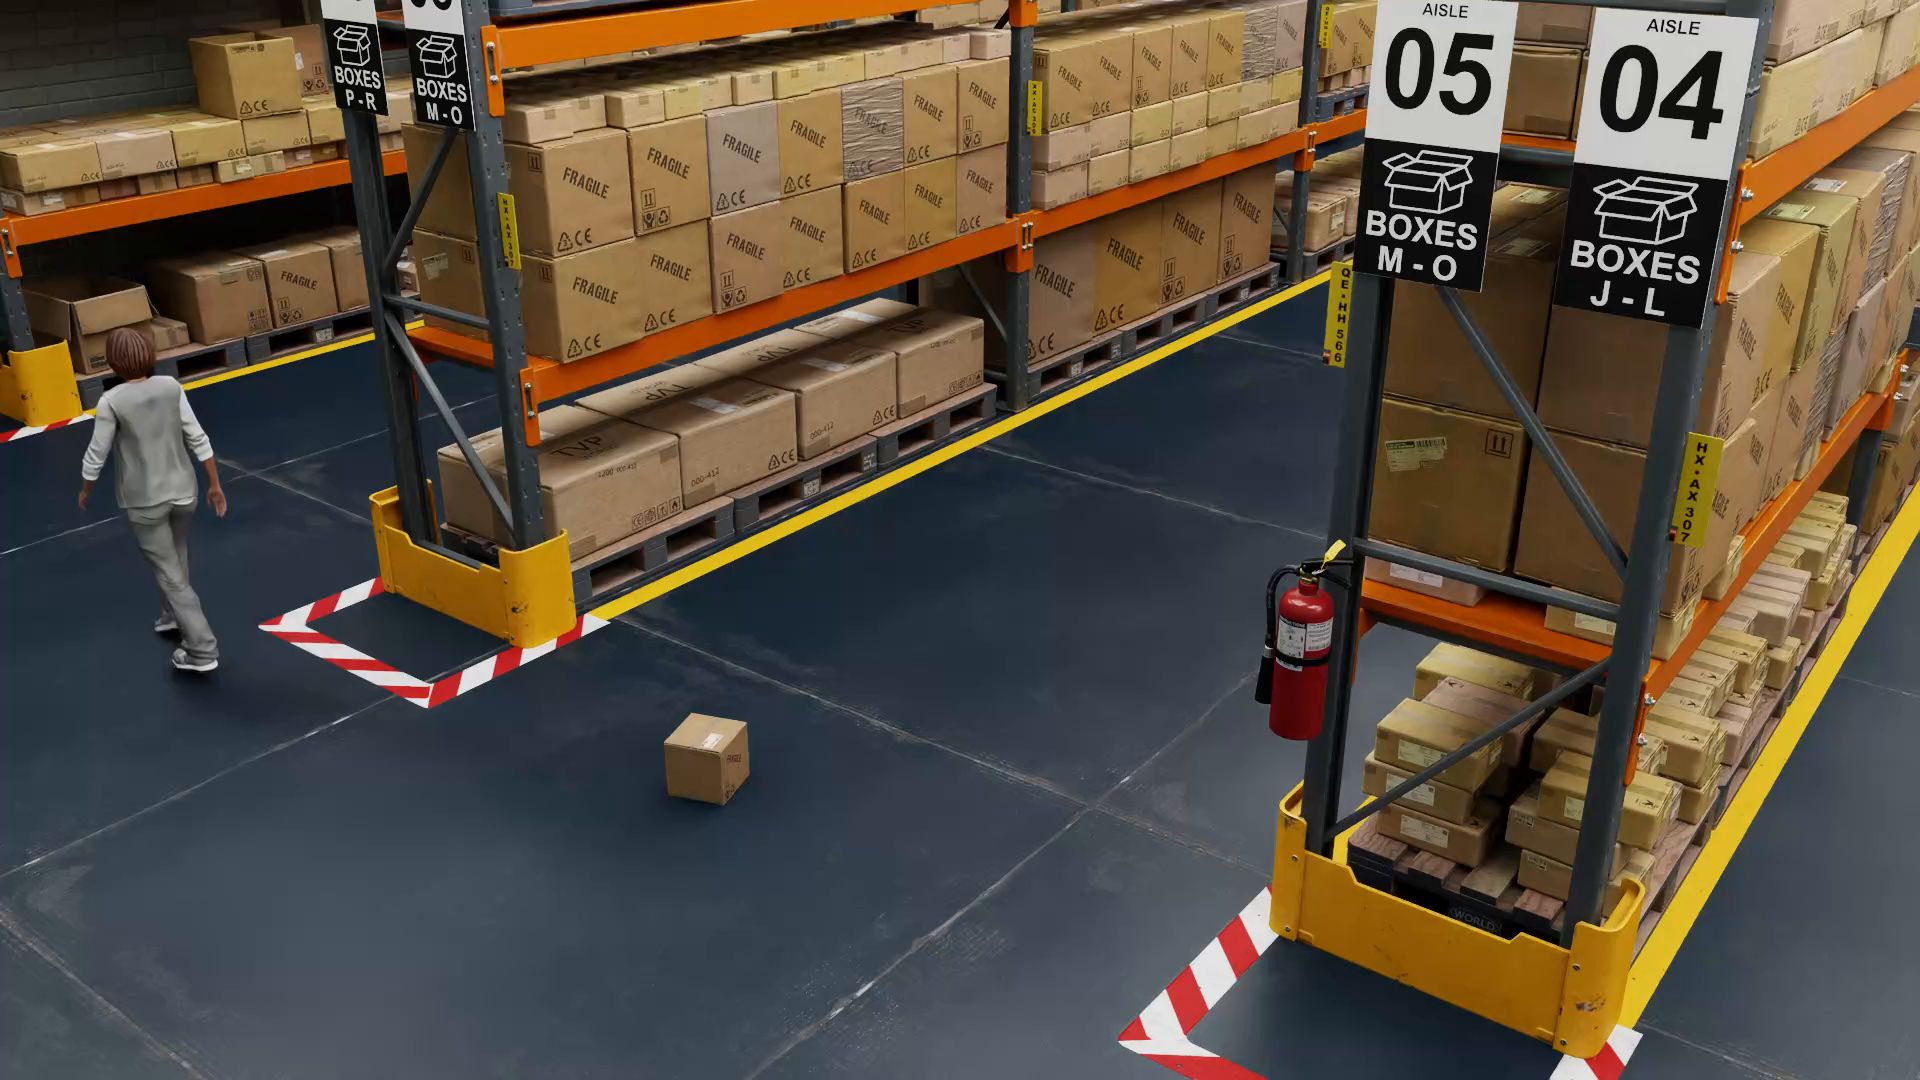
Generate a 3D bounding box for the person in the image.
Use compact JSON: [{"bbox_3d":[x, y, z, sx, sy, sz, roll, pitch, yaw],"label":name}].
[{"bbox_3d":[-3.666,-0.189,7.532,0.737,1.612,0.481,17,29,33],"label":"person"}]
